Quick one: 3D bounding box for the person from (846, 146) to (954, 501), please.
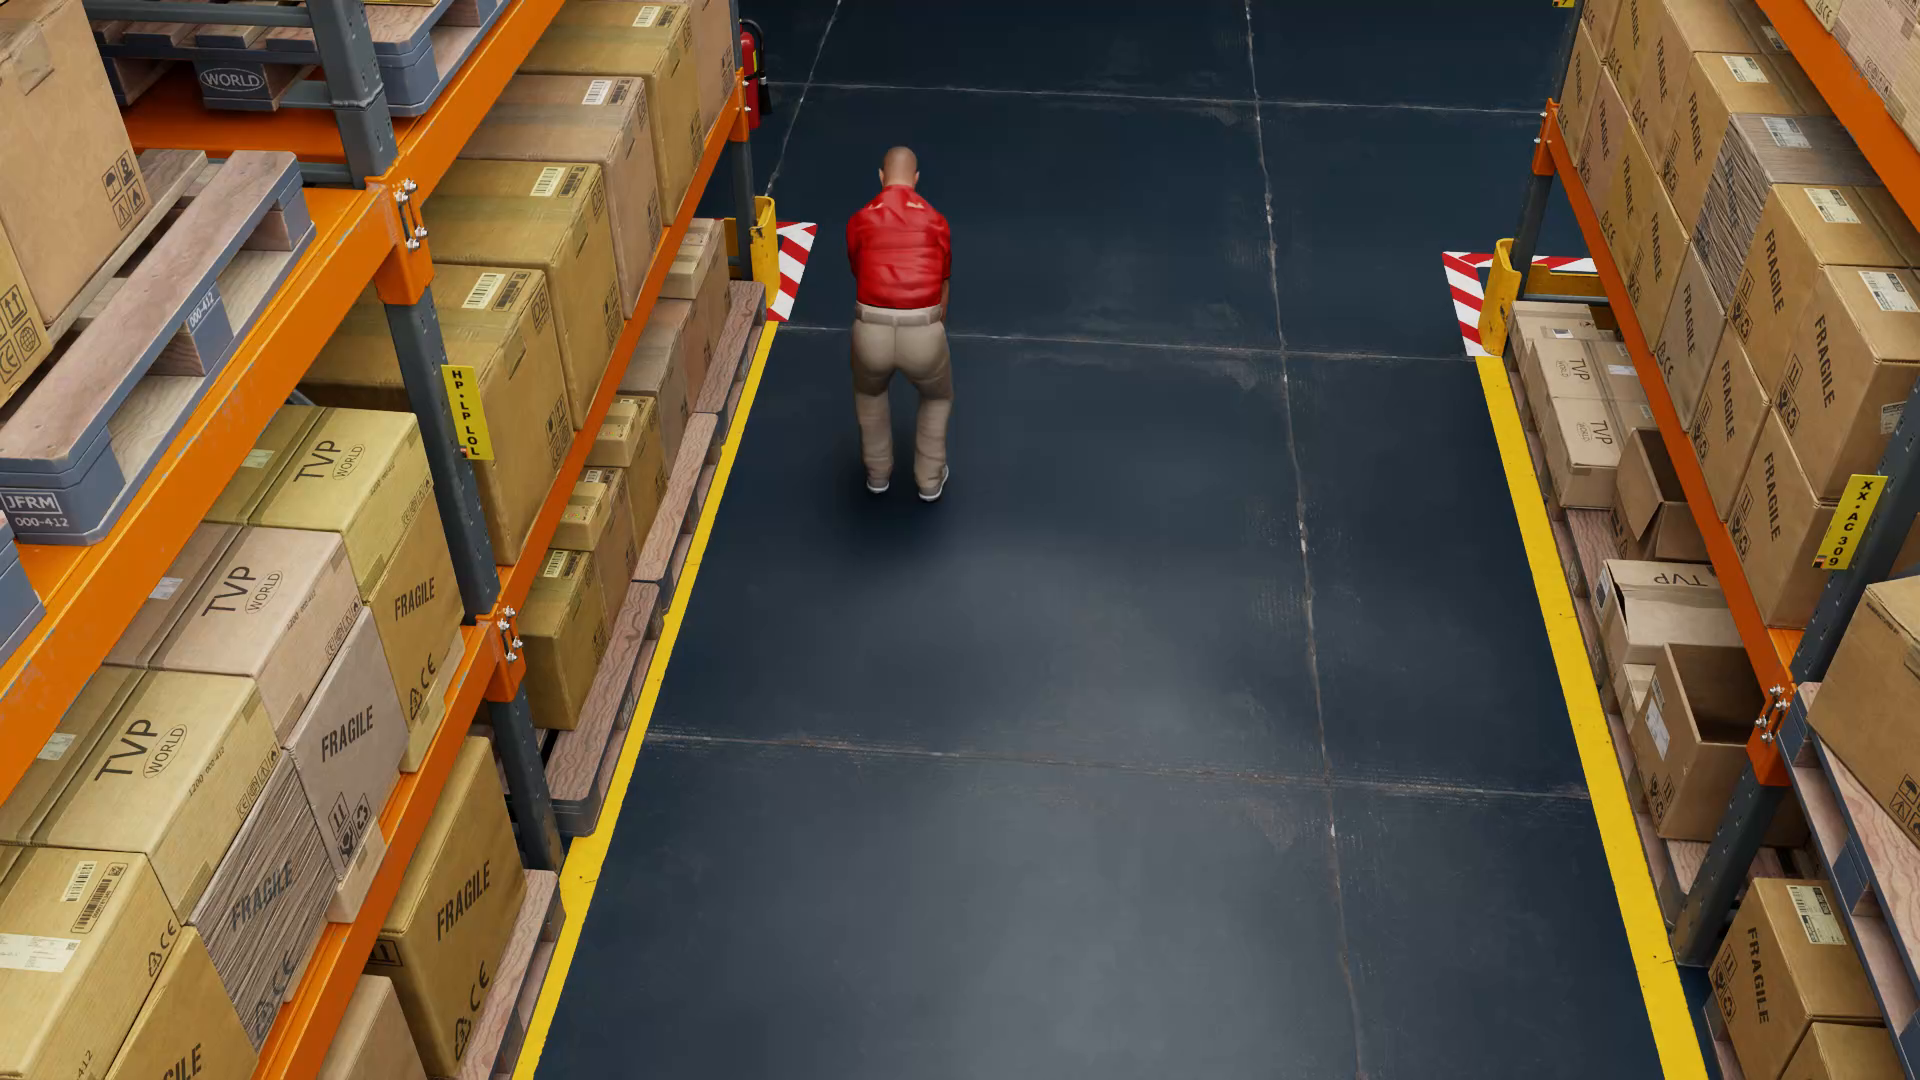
[{"bbox_3d":[-0.263,-0.953,7.500,0.488,1.496,0.742,2,40,3],"label":"person"}]
